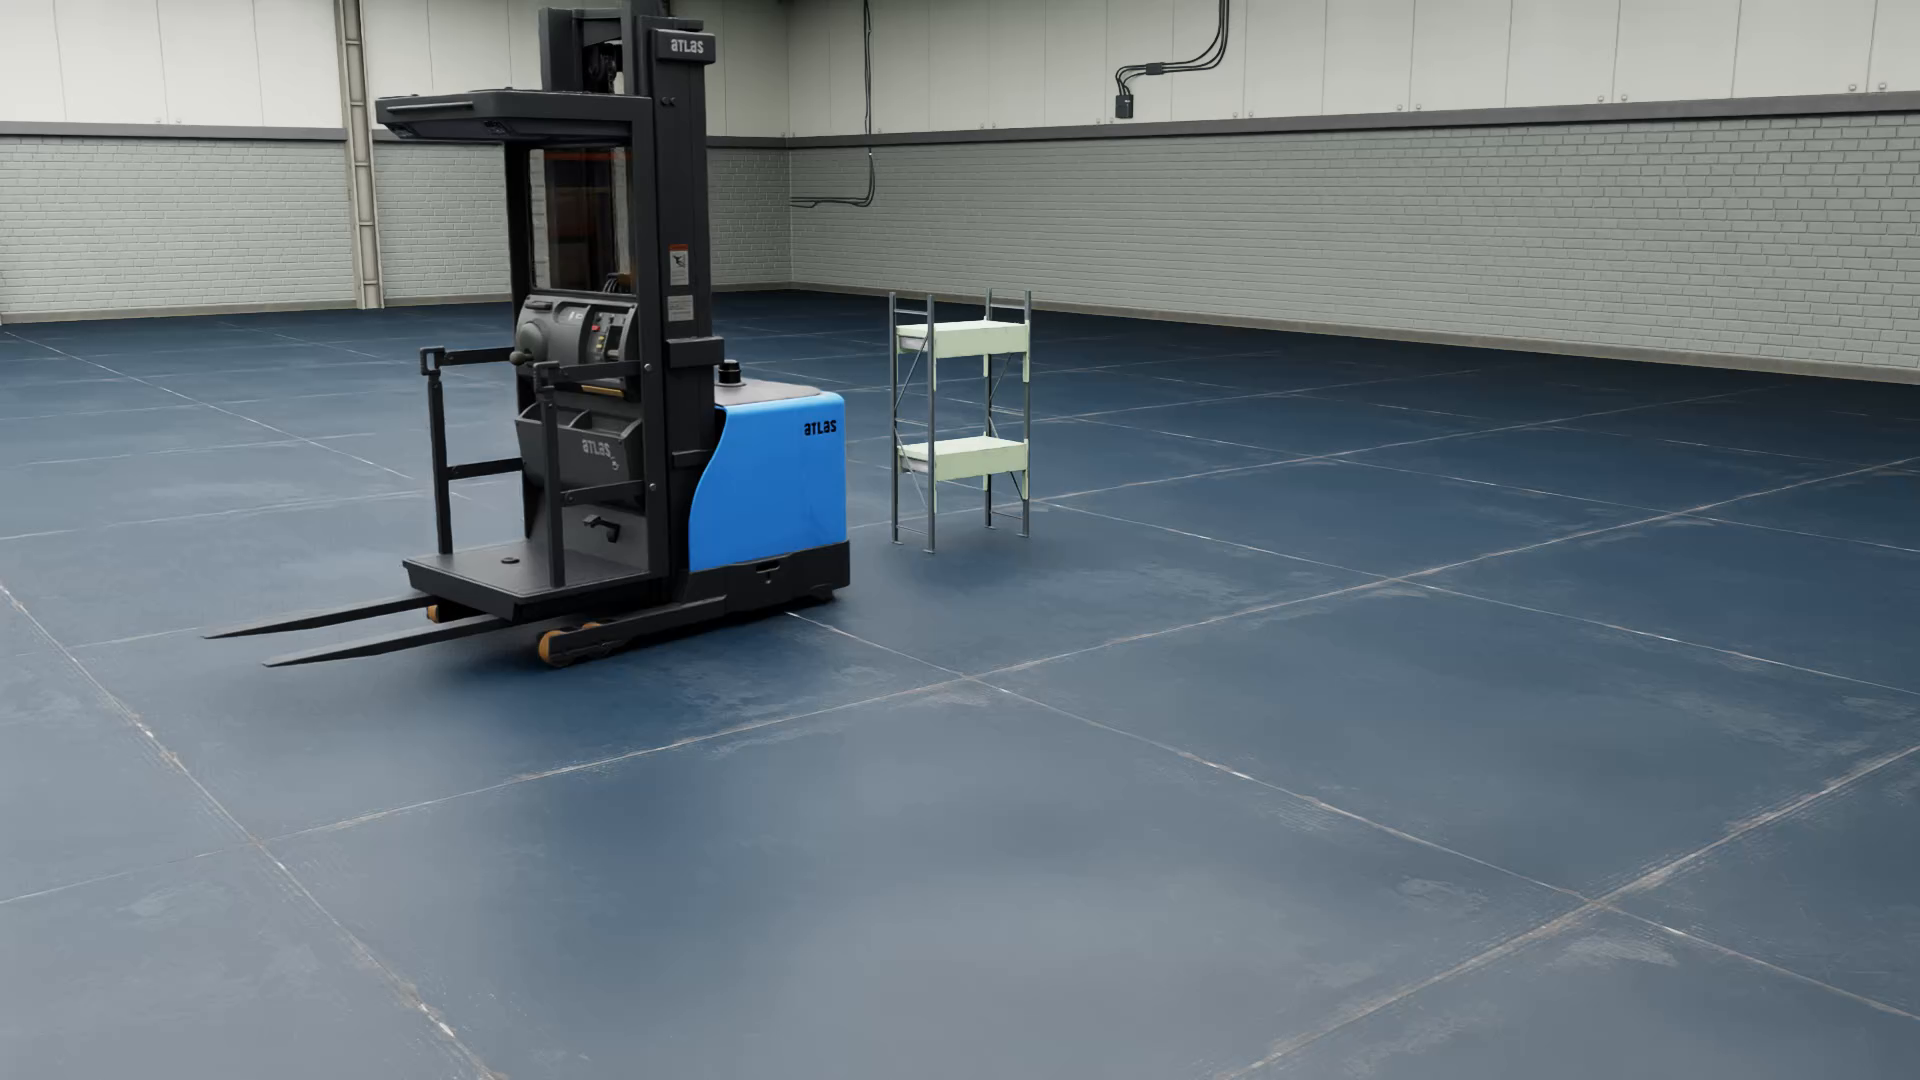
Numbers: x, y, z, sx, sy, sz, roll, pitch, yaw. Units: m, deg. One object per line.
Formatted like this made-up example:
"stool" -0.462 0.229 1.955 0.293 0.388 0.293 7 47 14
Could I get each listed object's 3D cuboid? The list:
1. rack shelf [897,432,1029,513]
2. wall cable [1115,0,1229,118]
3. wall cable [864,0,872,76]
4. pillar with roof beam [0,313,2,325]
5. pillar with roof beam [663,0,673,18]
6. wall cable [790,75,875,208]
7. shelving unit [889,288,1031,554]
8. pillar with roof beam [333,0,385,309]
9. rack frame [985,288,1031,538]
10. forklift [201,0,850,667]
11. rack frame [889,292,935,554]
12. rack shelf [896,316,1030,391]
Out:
"rack shelf" 0.005 -0.416 10.045 0.720 0.370 0.431 -9 15 -38
"wall cable" 3.259 -9.590 25.438 0.169 6.003 2.305 -9 15 -38
"wall cable" -0.969 -9.981 30.784 0.112 2.526 3.097 -9 15 -38
"pillar with roof beam" -12.467 -7.045 21.641 0.400 9.000 9.100 -9 15 -38
"pillar with roof beam" -3.096 -8.602 28.974 0.400 9.000 9.100 -9 15 -38
"wall cable" -2.659 -7.949 33.375 0.112 2.526 3.097 -9 15 -38
"shelving unit" 0.005 -0.735 9.977 0.755 1.500 0.431 -9 15 -38
"pillar with roof beam" -7.781 -7.823 25.307 0.400 9.000 9.100 -9 15 -38
"rack frame" 0.291 -0.782 10.201 0.023 1.500 0.400 -9 15 -38
"forklift" -1.963 -0.984 7.707 1.130 2.935 3.031 11 17 43
"rack frame" -0.281 -0.687 9.753 0.023 1.500 0.400 -9 15 -38
"rack shelf" 0.005 -1.116 9.896 0.720 0.370 0.431 -9 15 -38
